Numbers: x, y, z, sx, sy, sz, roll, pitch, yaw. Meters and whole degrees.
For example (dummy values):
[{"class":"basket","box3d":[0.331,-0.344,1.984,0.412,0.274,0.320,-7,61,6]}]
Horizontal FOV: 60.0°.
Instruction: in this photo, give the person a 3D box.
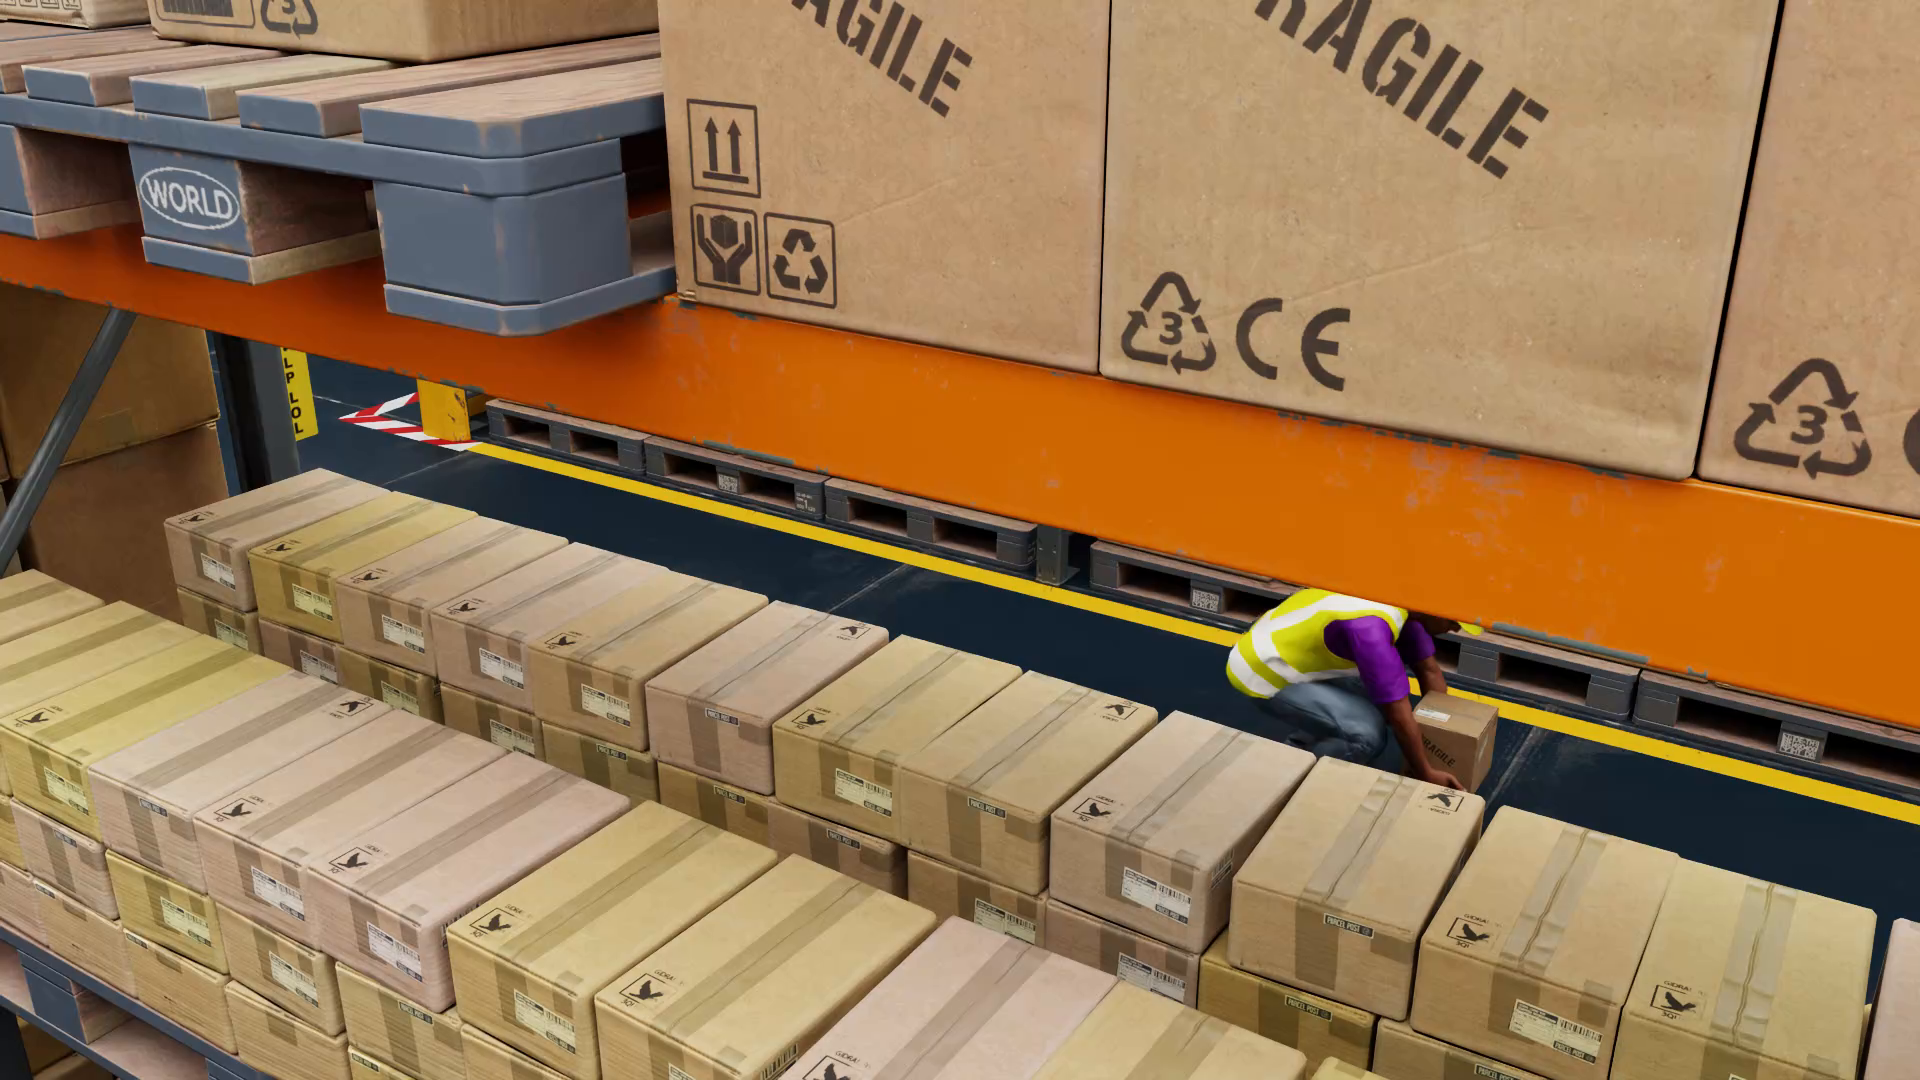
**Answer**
[{"class":"person","box3d":[1.434,0.475,5.933,0.918,1.004,0.542,13,26,28]}]
